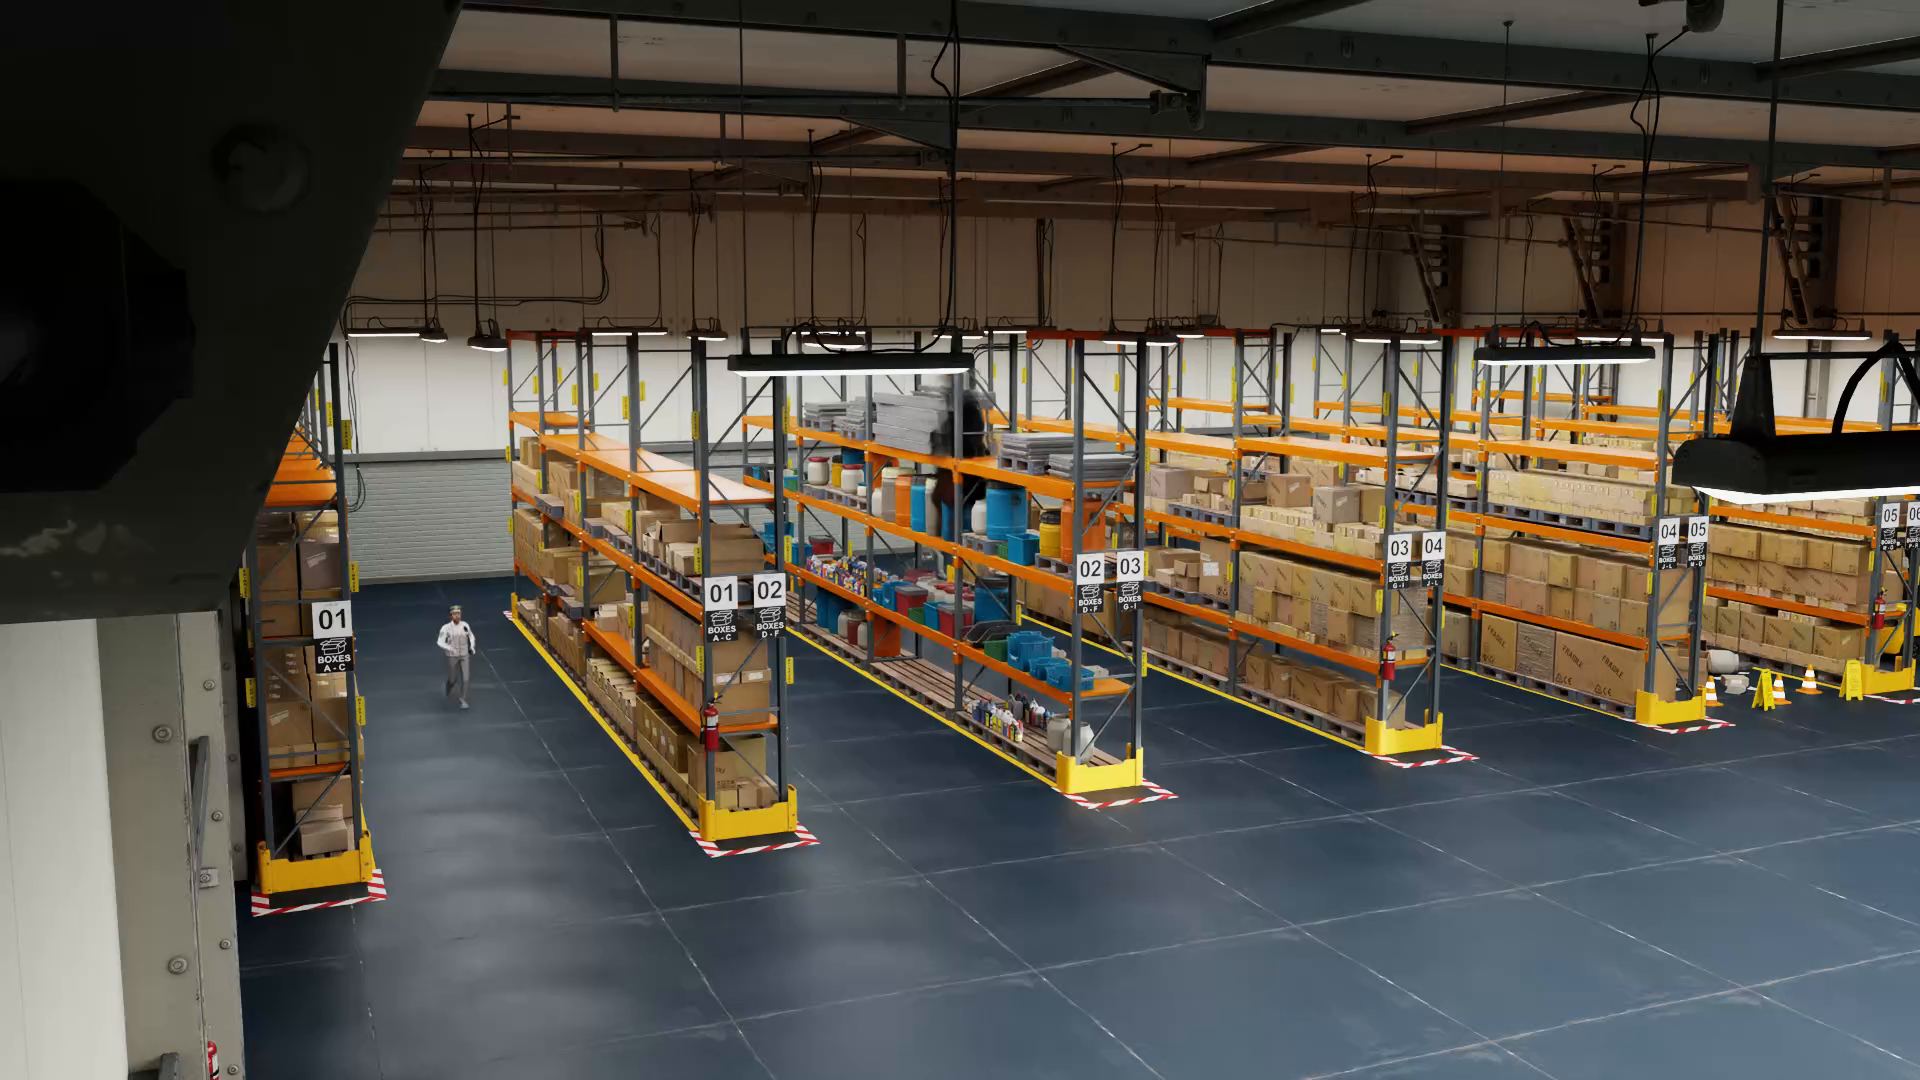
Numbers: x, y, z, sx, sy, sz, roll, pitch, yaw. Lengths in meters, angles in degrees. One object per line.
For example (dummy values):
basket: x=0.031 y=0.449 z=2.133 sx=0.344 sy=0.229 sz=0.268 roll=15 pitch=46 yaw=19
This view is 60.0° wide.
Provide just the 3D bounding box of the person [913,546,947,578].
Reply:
person: x=-0.691 y=0.103 z=39.999 sx=0.882 sy=1.680 sz=0.624 roll=1 pitch=8 yaw=9

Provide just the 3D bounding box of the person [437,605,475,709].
person: x=-8.112 y=1.863 z=26.863 sx=0.625 sy=1.654 sz=0.723 roll=-5 pitch=9 yaw=-31

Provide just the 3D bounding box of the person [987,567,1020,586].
person: x=0.891 y=1.017 z=33.087 sx=0.655 sy=1.704 sz=0.707 roll=-4 pitch=9 yaw=-29

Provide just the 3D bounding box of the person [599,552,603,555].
person: x=-7.738 y=0.698 z=35.942 sx=0.462 sy=1.544 sz=0.582 roll=2 pitch=8 yaw=15
